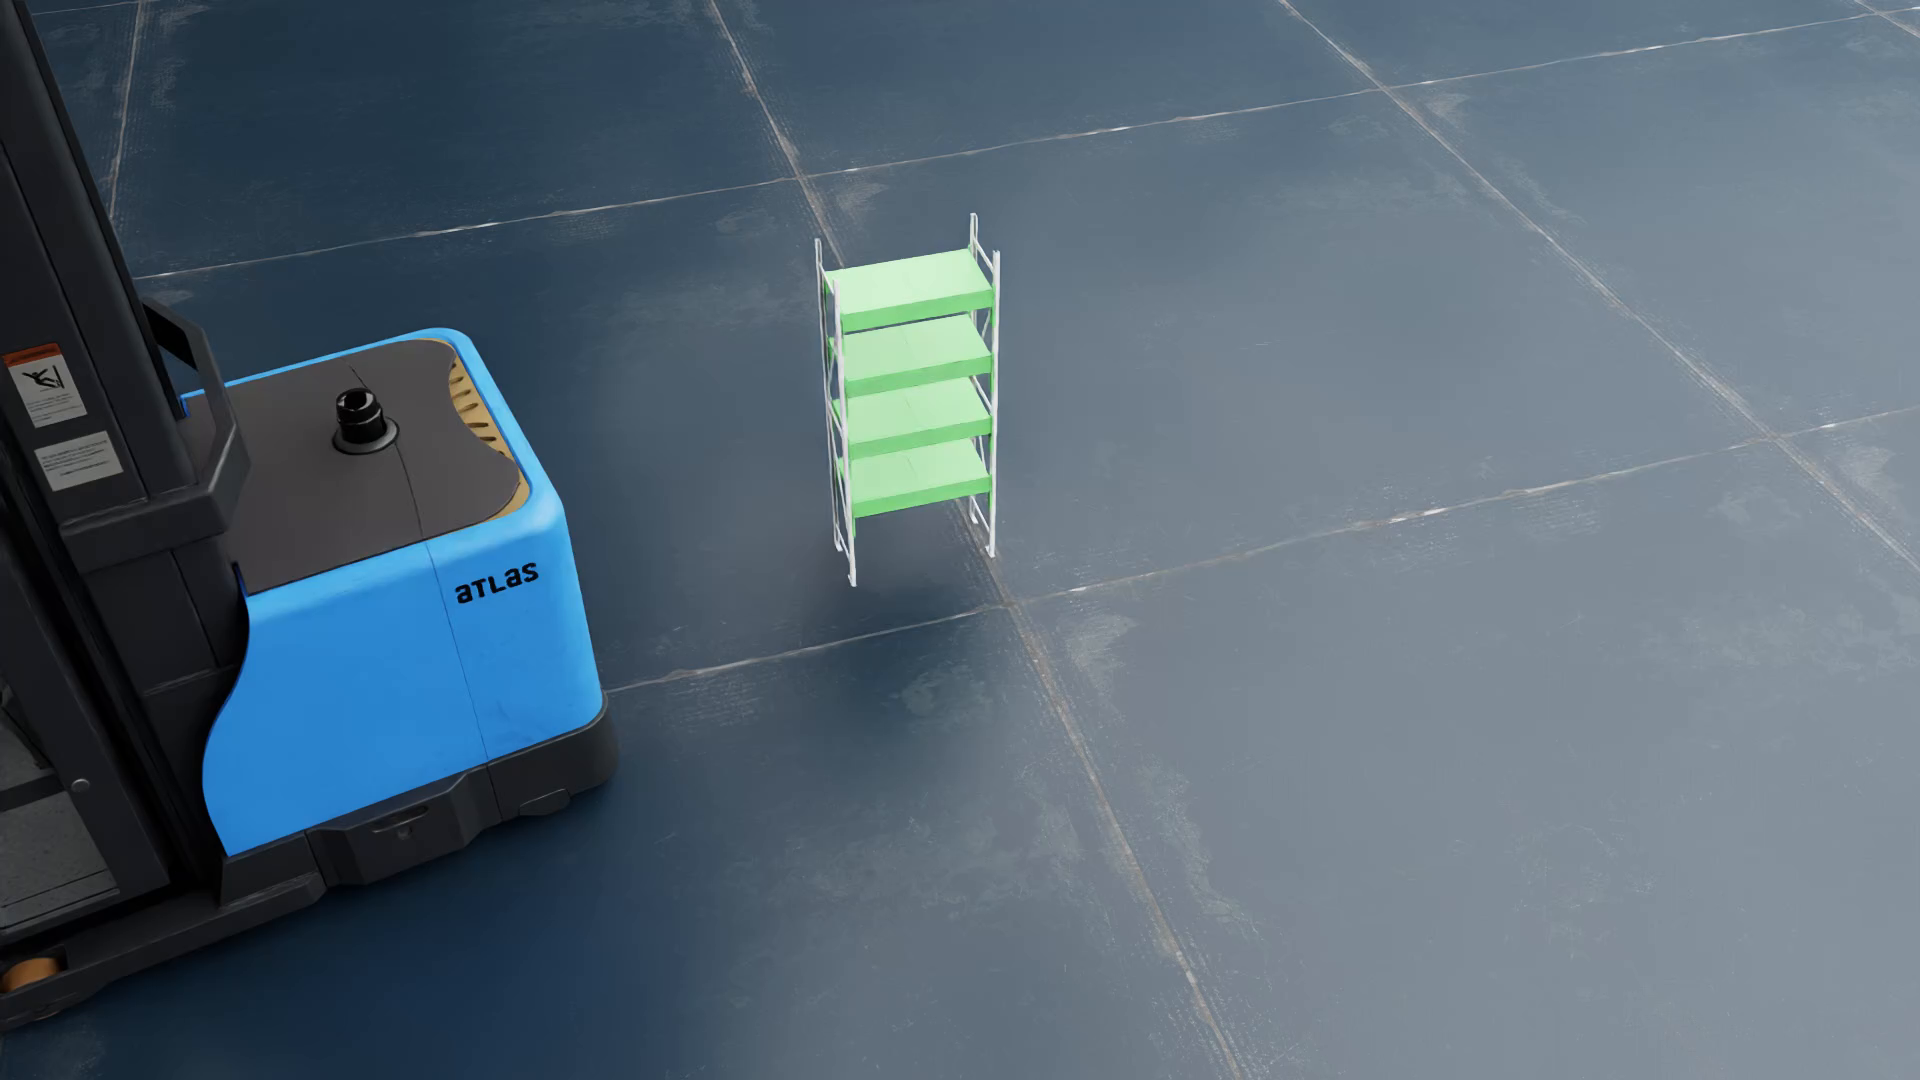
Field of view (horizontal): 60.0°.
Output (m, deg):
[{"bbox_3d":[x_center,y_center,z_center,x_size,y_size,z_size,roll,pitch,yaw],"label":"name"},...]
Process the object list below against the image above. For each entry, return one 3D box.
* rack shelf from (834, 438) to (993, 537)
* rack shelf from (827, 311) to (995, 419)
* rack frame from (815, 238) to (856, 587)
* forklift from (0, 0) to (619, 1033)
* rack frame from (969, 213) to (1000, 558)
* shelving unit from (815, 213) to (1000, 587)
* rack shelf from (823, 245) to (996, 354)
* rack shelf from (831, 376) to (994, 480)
[{"bbox_3d":[-0.158,-0.190,5.518,0.480,0.148,0.258,-12,42,-13],"label":"rack shelf"},{"bbox_3d":[-0.158,-0.552,5.202,0.480,0.148,0.258,-12,42,-13],"label":"rack shelf"},{"bbox_3d":[-0.391,-0.371,5.263,0.015,1.200,0.240,-12,42,-13],"label":"rack frame"},{"bbox_3d":[-2.548,-0.197,3.748,3.031,2.935,1.130,-20,45,-21],"label":"forklift"},{"bbox_3d":[0.075,-0.467,5.373,0.015,1.200,0.240,-12,42,-13],"label":"rack frame"},{"bbox_3d":[-0.158,-0.419,5.318,0.503,1.200,0.258,-12,42,-13],"label":"shelving unit"},{"bbox_3d":[-0.158,-0.732,5.044,0.480,0.148,0.258,-12,42,-13],"label":"rack shelf"},{"bbox_3d":[-0.158,-0.371,5.360,0.480,0.148,0.258,-12,42,-13],"label":"rack shelf"}]
